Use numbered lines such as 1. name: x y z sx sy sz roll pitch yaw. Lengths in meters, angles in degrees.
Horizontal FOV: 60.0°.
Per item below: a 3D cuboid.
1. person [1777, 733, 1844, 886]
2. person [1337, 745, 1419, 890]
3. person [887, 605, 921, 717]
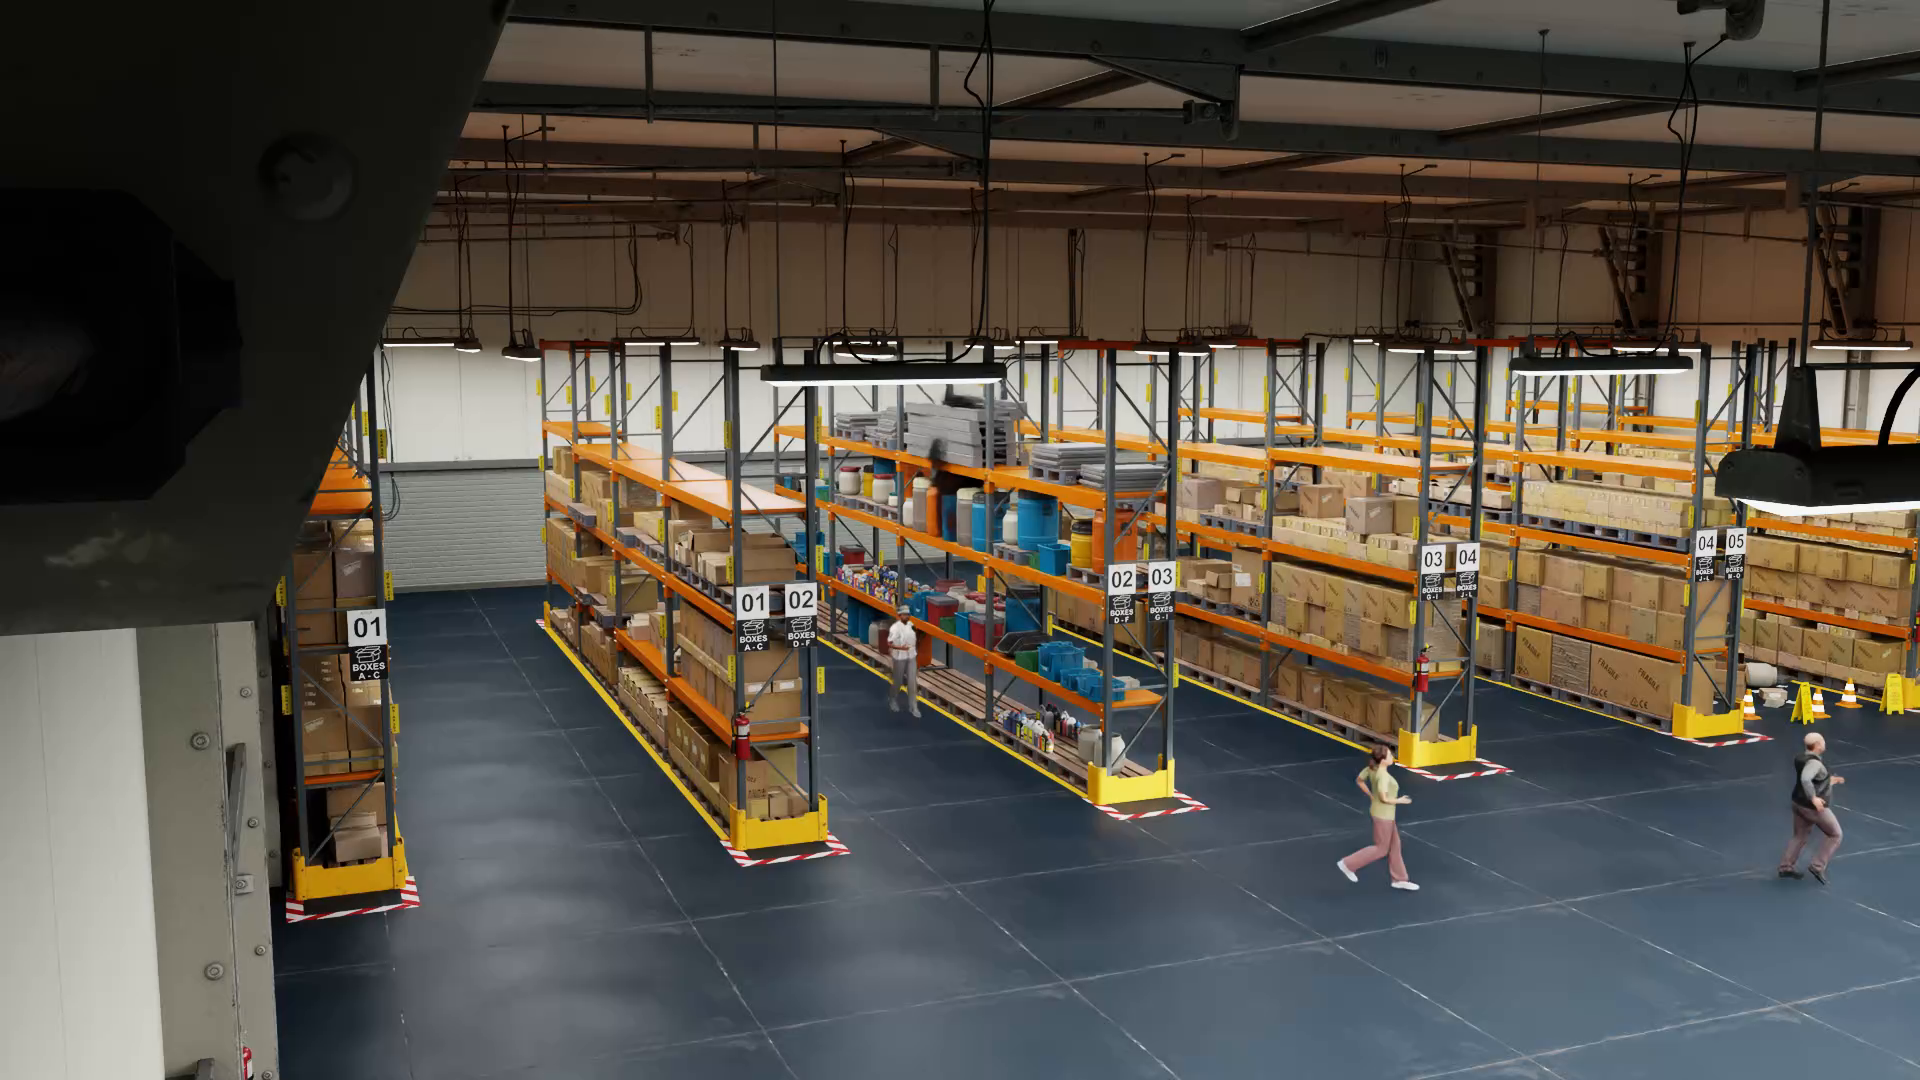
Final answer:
1. person: 9.662 3.040 18.840 0.686 1.738 0.638 0 7 -2
2. person: 4.679 3.099 18.536 0.934 1.663 0.578 0 7 0
3. person: -0.858 1.851 25.745 0.581 1.725 0.850 -4 9 -29
